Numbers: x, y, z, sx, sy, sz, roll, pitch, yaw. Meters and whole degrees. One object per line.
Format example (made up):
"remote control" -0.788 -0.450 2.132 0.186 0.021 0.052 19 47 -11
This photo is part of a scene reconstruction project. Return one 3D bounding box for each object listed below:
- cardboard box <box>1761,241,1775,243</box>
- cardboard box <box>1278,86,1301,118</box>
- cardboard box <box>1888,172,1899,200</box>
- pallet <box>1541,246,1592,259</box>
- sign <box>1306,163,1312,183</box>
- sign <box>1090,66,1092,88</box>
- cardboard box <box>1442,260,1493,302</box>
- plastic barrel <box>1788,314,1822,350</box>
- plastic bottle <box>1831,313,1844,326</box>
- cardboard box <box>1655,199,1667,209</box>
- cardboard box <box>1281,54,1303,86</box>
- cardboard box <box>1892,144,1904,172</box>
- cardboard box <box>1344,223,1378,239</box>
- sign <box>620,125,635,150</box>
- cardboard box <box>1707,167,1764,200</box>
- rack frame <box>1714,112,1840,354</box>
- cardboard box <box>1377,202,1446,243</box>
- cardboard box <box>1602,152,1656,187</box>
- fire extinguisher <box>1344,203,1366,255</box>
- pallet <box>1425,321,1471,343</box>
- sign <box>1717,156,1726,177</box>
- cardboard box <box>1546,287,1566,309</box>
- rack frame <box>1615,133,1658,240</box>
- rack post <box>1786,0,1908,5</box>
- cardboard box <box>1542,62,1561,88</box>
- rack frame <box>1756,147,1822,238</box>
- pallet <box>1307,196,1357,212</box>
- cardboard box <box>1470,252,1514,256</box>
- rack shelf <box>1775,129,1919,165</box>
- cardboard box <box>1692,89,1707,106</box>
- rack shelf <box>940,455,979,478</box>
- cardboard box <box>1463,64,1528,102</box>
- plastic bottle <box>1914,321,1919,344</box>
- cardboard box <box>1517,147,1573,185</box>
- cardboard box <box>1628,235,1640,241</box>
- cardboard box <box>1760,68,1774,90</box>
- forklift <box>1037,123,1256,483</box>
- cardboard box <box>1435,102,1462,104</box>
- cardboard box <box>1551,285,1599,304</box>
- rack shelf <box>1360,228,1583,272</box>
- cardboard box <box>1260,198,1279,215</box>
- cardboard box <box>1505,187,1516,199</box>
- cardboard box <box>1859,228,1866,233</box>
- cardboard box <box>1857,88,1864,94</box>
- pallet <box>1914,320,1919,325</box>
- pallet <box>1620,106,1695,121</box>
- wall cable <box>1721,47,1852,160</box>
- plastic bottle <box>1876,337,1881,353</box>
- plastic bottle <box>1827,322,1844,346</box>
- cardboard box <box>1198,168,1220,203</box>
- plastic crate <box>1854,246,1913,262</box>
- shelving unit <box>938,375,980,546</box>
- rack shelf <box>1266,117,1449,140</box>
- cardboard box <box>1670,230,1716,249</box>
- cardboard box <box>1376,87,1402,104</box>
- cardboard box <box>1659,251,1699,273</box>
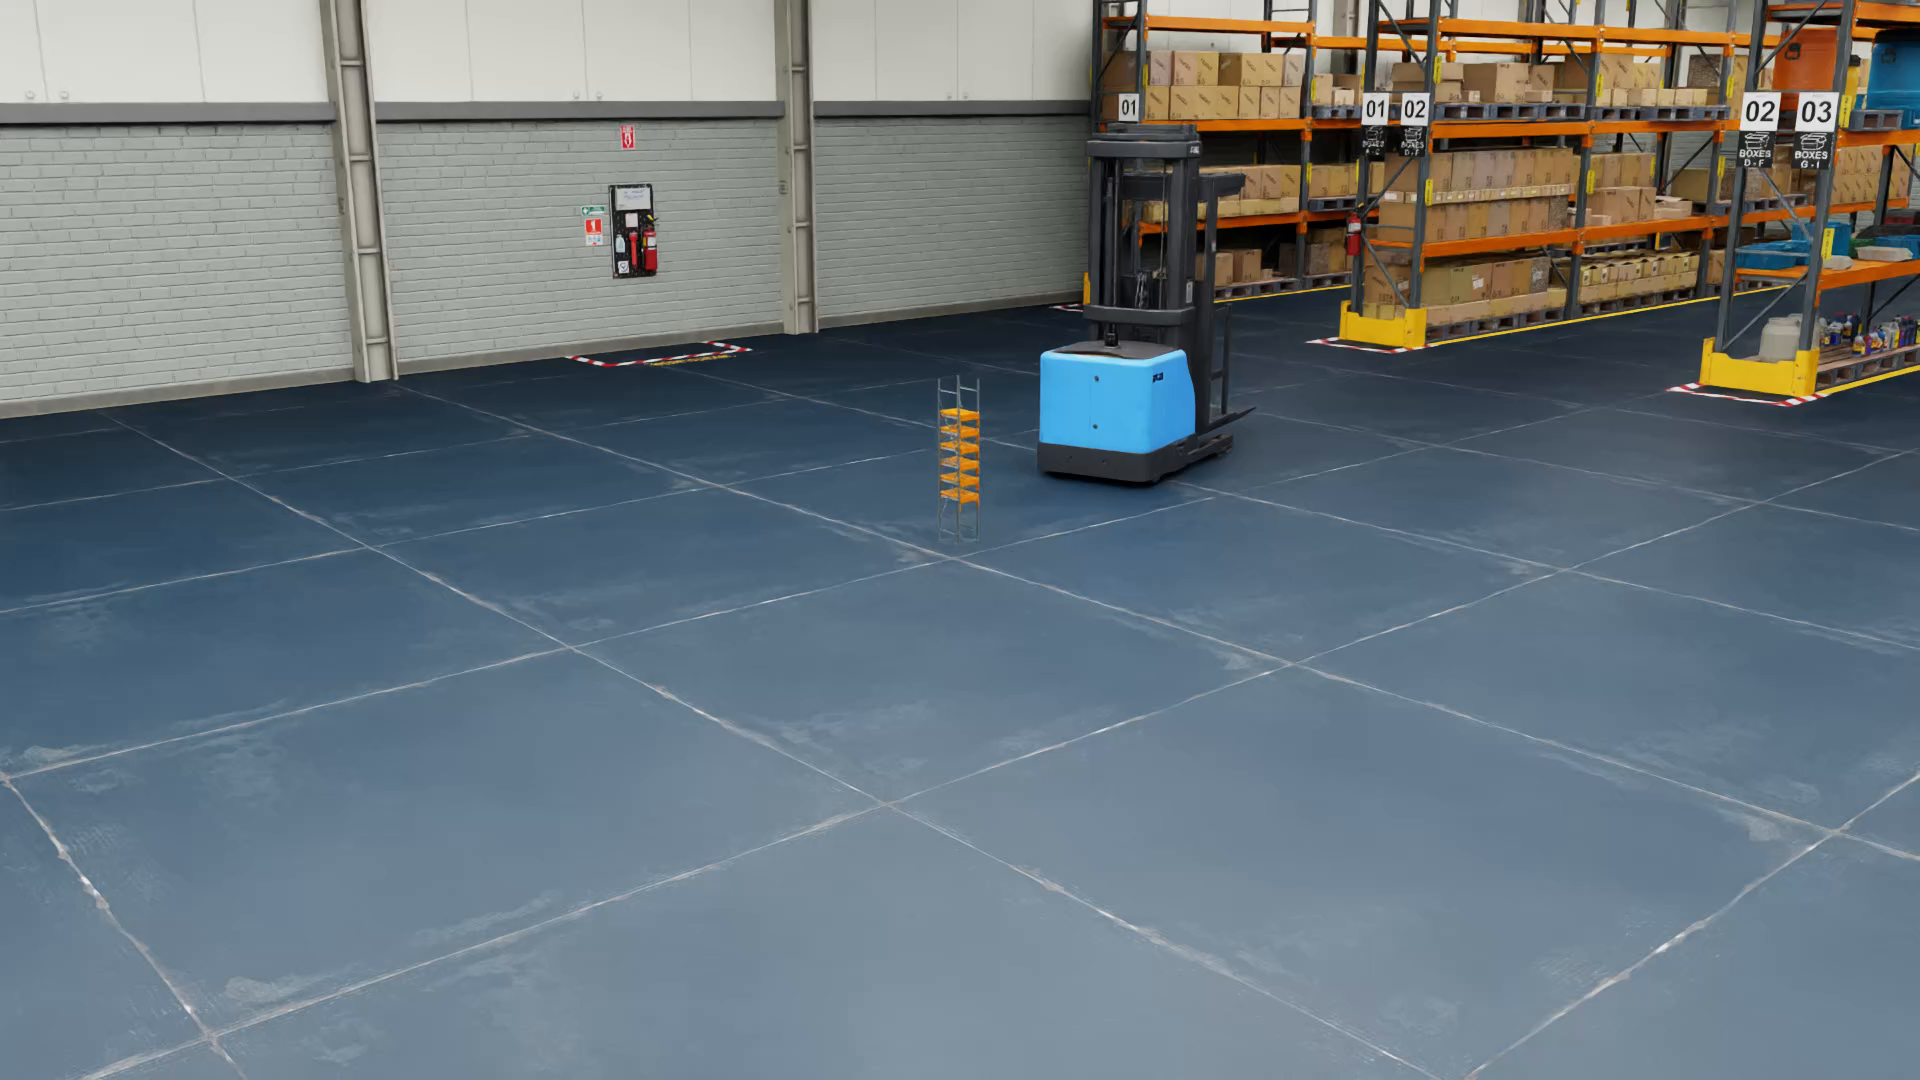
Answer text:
"cardboard box" 14.107 -4.902 28.779 0.500 0.500 0.500 -13 19 -39
"cardboard box" 5.159 -7.100 26.972 0.500 0.500 0.500 -12 19 -38
"cardboard box" 17.139 -6.627 31.052 0.500 0.500 0.500 -12 19 -39
"pallet" 12.040 -5.848 33.735 1.213 0.211 1.003 -13 19 -39
"sign" 5.742 -6.041 27.374 0.005 0.325 0.100 -13 19 -39
"sign" 2.013 -7.037 25.256 0.005 0.325 0.100 -13 19 -39
"cardboard box" 6.912 -3.542 22.759 0.500 0.500 0.500 -13 19 -39
"plastic barrel" 9.690 -2.333 19.177 0.421 0.512 0.421 0 15 0
"plastic bottle" 10.860 -2.643 20.612 0.185 0.351 0.144 -14 20 -42
"cardboard box" 10.850 -5.284 26.391 0.500 0.311 0.500 -13 20 -40
"cardboard box" 5.180 -7.579 26.830 0.500 0.500 0.500 14 20 42
"cardboard box" 17.151 -7.112 30.933 0.500 0.500 0.500 -12 19 -38
"cardboard box" 7.033 -5.467 29.442 0.500 0.250 0.500 -13 20 -40
"sign" -4.164 -5.046 20.838 0.199 0.298 0.001 -13 19 -39
"cardboard box" 12.869 -5.938 27.661 0.500 0.500 0.700 -9 17 -29
"rack frame" 8.866 -3.120 18.119 0.127 3.000 1.000 -13 19 -39
"cardboard box" 5.978 -4.210 22.006 0.500 0.500 0.700 -13 19 -39
"cardboard box" 14.054 -7.816 35.118 0.700 0.700 0.980 -12 19 -37
"fire extinguisher" 5.223 -4.118 22.005 0.183 0.674 0.296 -13 19 -39
"pallet" 6.167 -2.876 22.607 1.213 0.211 1.003 -13 19 -39
"sign" 12.019 -5.892 26.254 0.005 0.325 0.100 -13 19 -39
"cardboard box" 8.428 -3.516 24.116 0.500 0.250 0.500 -13 19 -39
"rack frame" 14.433 -7.759 35.487 0.127 3.000 1.000 -13 19 -39
"rack post" 9.520 -5.880 17.796 0.954 0.300 0.937 -10 18 -33
"cardboard box" 11.789 -9.236 33.032 0.500 0.500 0.500 -13 20 -40
"rack frame" 14.670 -6.118 29.342 0.127 3.000 1.000 -13 19 -39
"pallet" 6.052 -5.735 28.280 1.213 0.211 1.003 -13 19 -39
"cardboard box" 7.707 -3.896 24.084 0.500 0.500 0.500 -13 19 -39
"rack shelf" 10.375 -4.561 19.093 4.000 0.370 1.077 -13 19 -39
"cardboard box" 11.347 -6.932 26.055 0.500 0.250 0.500 14 21 43
"rack shelf" -0.011 -0.534 12.097 0.180 0.103 0.258 -13 19 -39
"cardboard box" 7.310 -6.278 22.843 0.637 0.503 0.797 -10 18 -33
"plastic bottle" 11.737 -2.552 20.404 0.133 0.283 0.061 -11 19 -37
"cardboard box" 8.304 -5.362 23.802 0.500 0.500 0.700 -13 19 -39
"cardboard box" 13.970 -6.617 35.239 0.500 0.500 0.700 -13 19 -39
"cardboard box" 13.237 -7.569 27.761 0.600 0.600 0.600 -14 20 -41
"forklift" 1.847 -2.223 14.891 1.130 2.935 3.031 9 17 29
"cardboard box" 8.719 -8.206 30.300 0.700 0.500 0.500 14 21 43
"cardboard box" 9.102 -3.657 24.644 0.500 0.250 0.500 -13 20 -41
"rack shelf" 7.126 -4.077 23.093 4.000 0.370 1.077 -13 19 -39
"cardboard box" 4.840 -5.442 27.062 0.500 0.250 0.500 -13 19 -39
"cardboard box" 7.413 -4.776 22.869 0.250 0.149 0.380 -12 19 -38
"cardboard box" 17.439 -5.661 31.620 0.500 0.500 0.500 -13 19 -39
"cardboard box" 15.576 -7.855 29.356 0.500 0.250 0.500 -13 19 -39
"pallet" 13.371 -2.799 22.320 1.213 0.211 1.003 -13 19 -39
"pallet" 10.357 -6.476 25.236 1.213 0.211 1.003 -12 19 -37
"wall cable" 18.934 -10.046 38.440 0.112 2.526 3.097 -13 19 -39
"plastic bottle" 10.847 -2.319 19.690 0.097 0.201 0.097 0 15 0
"plastic bottle" 10.655 -2.510 20.260 0.135 0.276 0.152 -13 19 -39
"cardboard box" 3.693 -5.539 25.973 0.500 0.500 0.500 -13 20 -41
"plastic crate" 10.825 -3.346 19.476 0.437 0.136 0.530 -13 19 -39
"shelving unit" -0.011 -0.577 12.086 0.189 1.200 0.258 -13 19 -39
"rack shelf" 6.889 -7.167 28.851 4.000 0.370 1.077 -13 19 -39
"cardboard box" 12.243 -5.022 27.777 0.500 0.250 0.500 -12 19 -37
"cardboard box" 7.359 -7.711 29.256 0.637 0.503 0.797 -9 18 -32
"cardboard box" 11.419 -4.449 26.522 0.500 0.311 0.500 -12 19 -38
